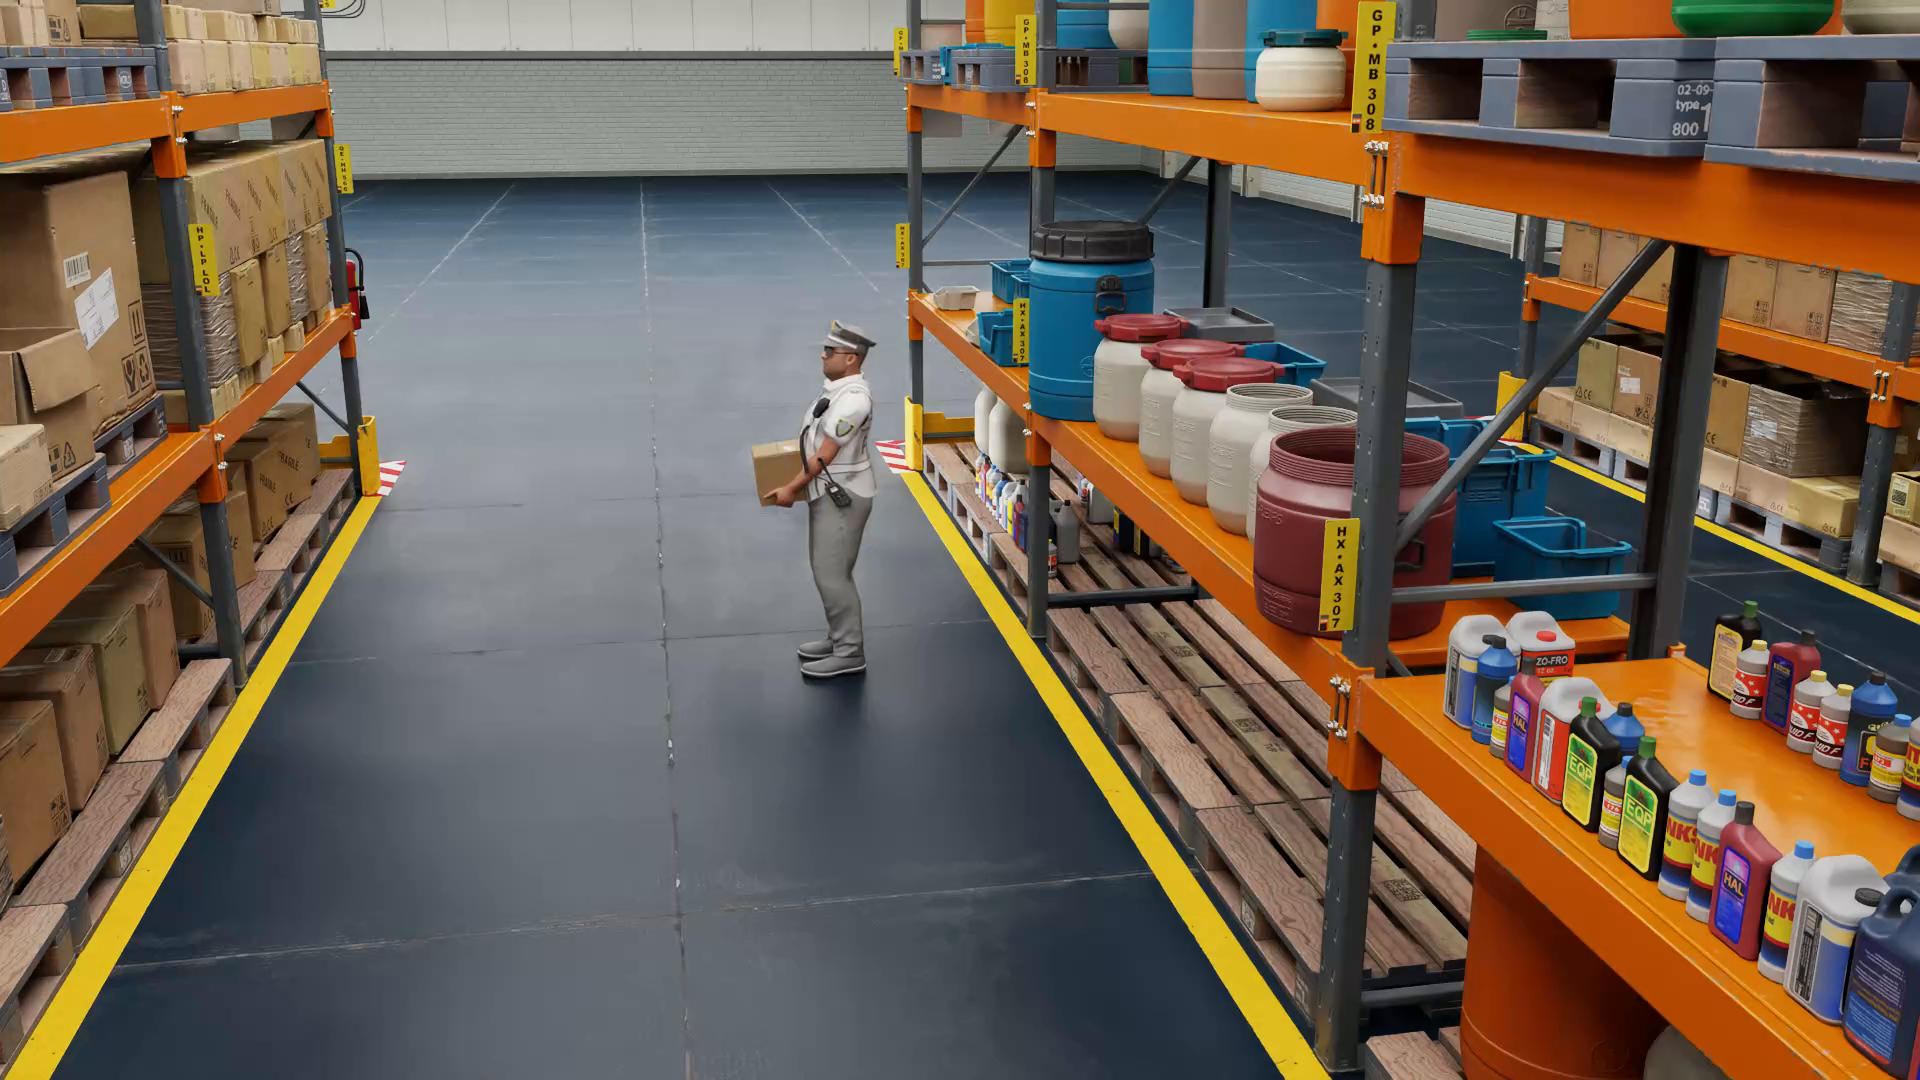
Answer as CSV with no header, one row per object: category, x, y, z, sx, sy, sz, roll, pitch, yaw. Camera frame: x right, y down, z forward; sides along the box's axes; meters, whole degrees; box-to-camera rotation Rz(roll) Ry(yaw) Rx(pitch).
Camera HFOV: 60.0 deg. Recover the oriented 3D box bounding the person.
person,-0.687,-0.211,8.216,0.572,1.766,0.494,-3,16,-10
